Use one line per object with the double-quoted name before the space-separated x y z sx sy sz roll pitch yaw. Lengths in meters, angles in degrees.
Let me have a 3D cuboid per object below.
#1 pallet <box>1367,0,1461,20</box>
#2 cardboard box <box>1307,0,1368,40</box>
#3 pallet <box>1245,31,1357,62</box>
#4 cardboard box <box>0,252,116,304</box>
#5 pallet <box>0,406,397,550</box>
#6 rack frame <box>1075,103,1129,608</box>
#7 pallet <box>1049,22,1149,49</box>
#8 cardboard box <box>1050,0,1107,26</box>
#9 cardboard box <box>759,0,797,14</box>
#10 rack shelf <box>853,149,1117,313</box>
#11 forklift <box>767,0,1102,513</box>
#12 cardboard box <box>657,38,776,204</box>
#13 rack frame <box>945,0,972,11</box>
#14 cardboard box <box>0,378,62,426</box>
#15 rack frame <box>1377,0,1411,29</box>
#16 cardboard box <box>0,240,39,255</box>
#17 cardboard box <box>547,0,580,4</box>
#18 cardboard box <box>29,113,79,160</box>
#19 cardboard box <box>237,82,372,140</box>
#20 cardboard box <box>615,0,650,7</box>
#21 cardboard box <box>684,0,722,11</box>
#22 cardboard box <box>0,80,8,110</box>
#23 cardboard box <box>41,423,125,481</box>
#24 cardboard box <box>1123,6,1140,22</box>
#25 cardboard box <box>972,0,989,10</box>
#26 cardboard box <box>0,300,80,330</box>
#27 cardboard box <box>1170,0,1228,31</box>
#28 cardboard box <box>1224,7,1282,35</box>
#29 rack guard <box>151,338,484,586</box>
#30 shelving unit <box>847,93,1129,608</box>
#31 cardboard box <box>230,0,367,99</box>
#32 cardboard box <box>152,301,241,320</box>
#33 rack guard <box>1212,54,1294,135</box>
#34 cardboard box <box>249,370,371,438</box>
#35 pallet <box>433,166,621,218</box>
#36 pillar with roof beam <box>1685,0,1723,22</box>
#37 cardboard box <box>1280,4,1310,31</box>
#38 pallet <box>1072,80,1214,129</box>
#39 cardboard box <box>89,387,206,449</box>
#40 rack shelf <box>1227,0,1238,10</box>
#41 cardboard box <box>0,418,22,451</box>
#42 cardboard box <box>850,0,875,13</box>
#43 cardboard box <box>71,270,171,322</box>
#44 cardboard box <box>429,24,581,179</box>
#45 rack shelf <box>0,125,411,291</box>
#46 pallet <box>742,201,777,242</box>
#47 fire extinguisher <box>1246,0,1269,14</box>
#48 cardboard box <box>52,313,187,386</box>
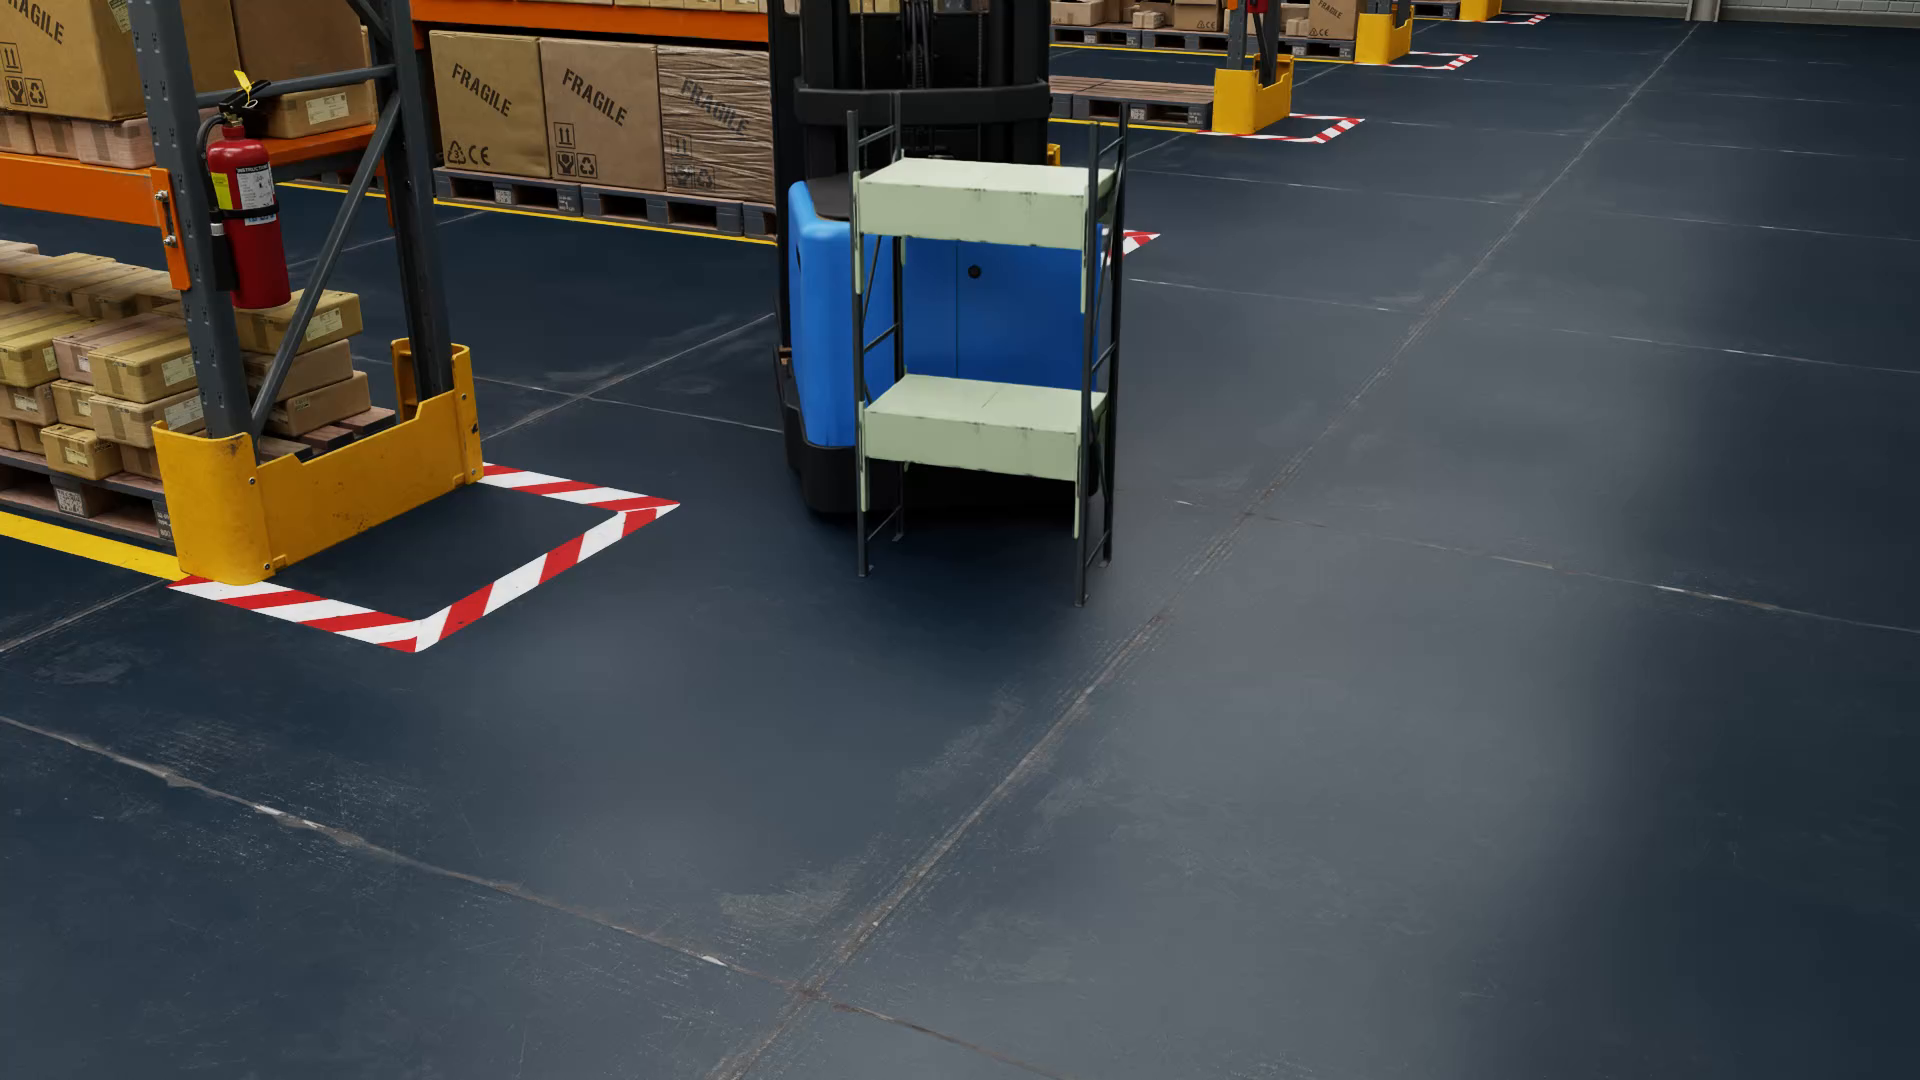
"pallet" 6.149 -7.178 22.359 1.213 0.211 1.003 11 25 25
"cardboard box" 4.070 -5.679 17.903 0.500 0.500 0.500 11 25 25
"pallet" 3.887 -5.487 18.384 1.213 0.211 1.003 11 25 25
"cardboard box" -3.633 -1.035 6.697 0.250 0.149 0.380 12 26 25
"pallet" -2.912 -0.329 6.255 1.213 0.211 1.003 11 25 25
"rack frame" 0.436 -0.550 5.128 0.023 1.500 0.400 7 24 17
"pallet" 1.709 -5.918 19.397 1.213 0.211 1.003 11 25 25
"cardboard box" 1.374 -6.139 19.225 0.500 0.311 0.500 11 25 25
"cardboard box" -0.953 -3.125 9.586 0.250 0.149 0.380 12 26 25
"rack shelf" 0.088 -0.954 5.080 0.720 0.370 0.431 7 24 17
"forklift" -0.233 -1.987 6.677 1.130 2.935 3.031 -3 23 -8
"cardboard box" -1.226 -2.619 10.254 0.875 0.875 0.875 11 25 25
"rack frame" 0.193 -3.158 9.342 0.127 3.000 1.000 11 25 25
"cardboard box" -3.199 -0.546 5.928 0.250 0.149 0.380 10 25 22
"rack frame" 4.666 -6.617 17.476 0.127 3.000 1.000 11 25 25
"cardboard box" -4.072 -1.128 6.916 0.250 0.149 0.380 10 25 23
"cardboard box" -2.329 -3.396 10.225 0.250 0.149 0.380 11 25 24
"cardboard box" -2.758 -1.344 5.397 0.250 0.149 0.380 11 25 24
"cardboard box" -2.276 -1.499 5.764 0.250 0.149 0.380 11 25 24
"cardboard box" -1.871 -3.305 10.010 0.250 0.149 0.380 10 25 23
"cardboard box" -1.417 -3.215 9.799 0.250 0.149 0.380 11 26 25
"cardboard box" -3.109 -1.708 5.426 0.500 0.500 0.500 11 25 24
"cardboard box" -2.974 -0.355 5.858 0.250 0.149 0.380 12 26 26
"cardboard box" 2.095 -6.167 19.499 0.250 0.149 0.380 11 25 25
"cardboard box" 0.025 -3.220 9.810 0.250 0.149 0.380 12 26 25
"cardboard box" -3.411 -0.737 5.996 0.250 0.149 0.380 10 25 22
"cardboard box" 2.776 -6.047 18.764 0.637 0.503 0.797 11 25 25
"cardboard box" 3.236 -5.742 18.371 0.500 0.250 0.500 11 25 25
"rack guard" -2.203 -0.306 5.832 0.348 0.500 1.175 11 25 25
"shelving unit" 0.088 -0.595 5.232 0.755 1.500 0.431 7 24 17
"cardboard box" -2.411 -1.802 5.646 0.500 0.500 0.500 13 26 27
"cardboard box" -2.749 -0.816 6.182 0.250 0.149 0.380 12 26 25
"rack guard" 2.455 -3.738 13.900 0.348 0.500 1.175 11 25 25
"cardboard box" -2.458 -0.529 6.267 0.250 0.149 0.380 12 26 26
"pallet" -2.733 -2.419 11.169 1.213 0.211 1.003 11 25 25
"pillar with roof beam" 7.756 -9.430 16.426 0.400 9.000 9.100 11 25 25
"cardboard box" 3.863 -5.837 18.595 0.500 0.250 0.500 11 25 25
"pallet" 1.710 -3.764 14.330 1.213 0.211 1.003 11 25 25
"cardboard box" -2.735 -0.455 5.713 0.250 0.149 0.380 10 25 23
"rack shelf" 0.643 -4.910 14.381 4.000 0.370 1.077 11 25 25
"cardboard box" -3.397 -0.471 6.130 0.250 0.149 0.380 11 26 25
"cardboard box" -0.506 -3.035 9.375 0.250 0.149 0.380 11 26 25
"cardboard box" -3.175 -0.920 6.427 0.250 0.149 0.380 10 25 22
"cardboard box" -2.824 -2.935 10.997 0.875 0.875 0.875 11 25 25
"rack shelf" -3.920 -1.465 6.282 4.000 0.370 1.077 11 25 25
"pallet" -0.556 -1.988 10.156 1.213 0.211 1.003 11 25 25
"fire extinguisher" 2.358 -4.495 13.062 0.183 0.674 0.296 11 25 25
"cardboard box" -2.920 -0.668 5.833 0.250 0.149 0.380 12 26 26
